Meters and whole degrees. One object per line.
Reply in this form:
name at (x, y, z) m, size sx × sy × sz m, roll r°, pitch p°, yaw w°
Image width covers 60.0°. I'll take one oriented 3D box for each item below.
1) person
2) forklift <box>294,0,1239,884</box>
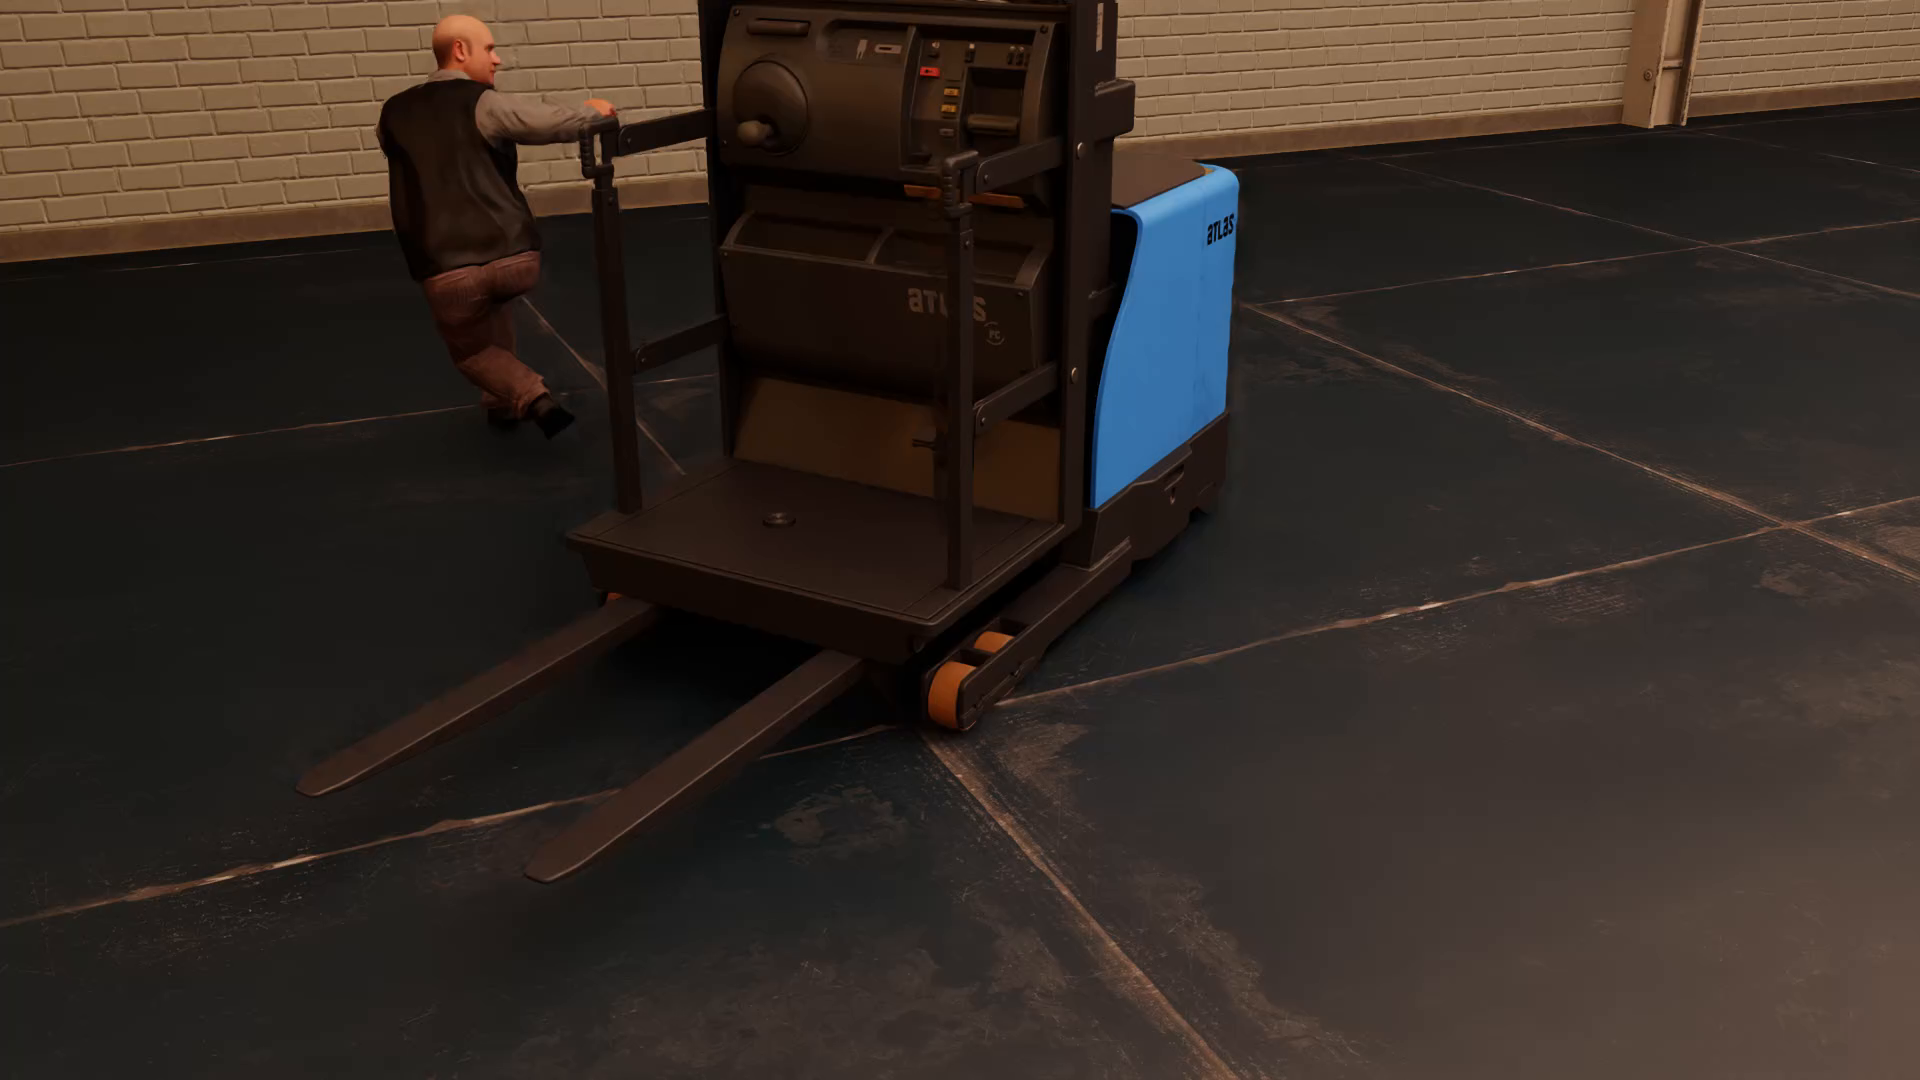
person at (-1.587, -1.093, 5.861) m, size 0.807 × 1.467 × 1.083 m, roll -6°, pitch 23°, yaw -14°
forklift at (-0.302, -1.093, 3.917) m, size 1.130 × 2.935 × 3.031 m, roll 12°, pitch 25°, yaw 27°
